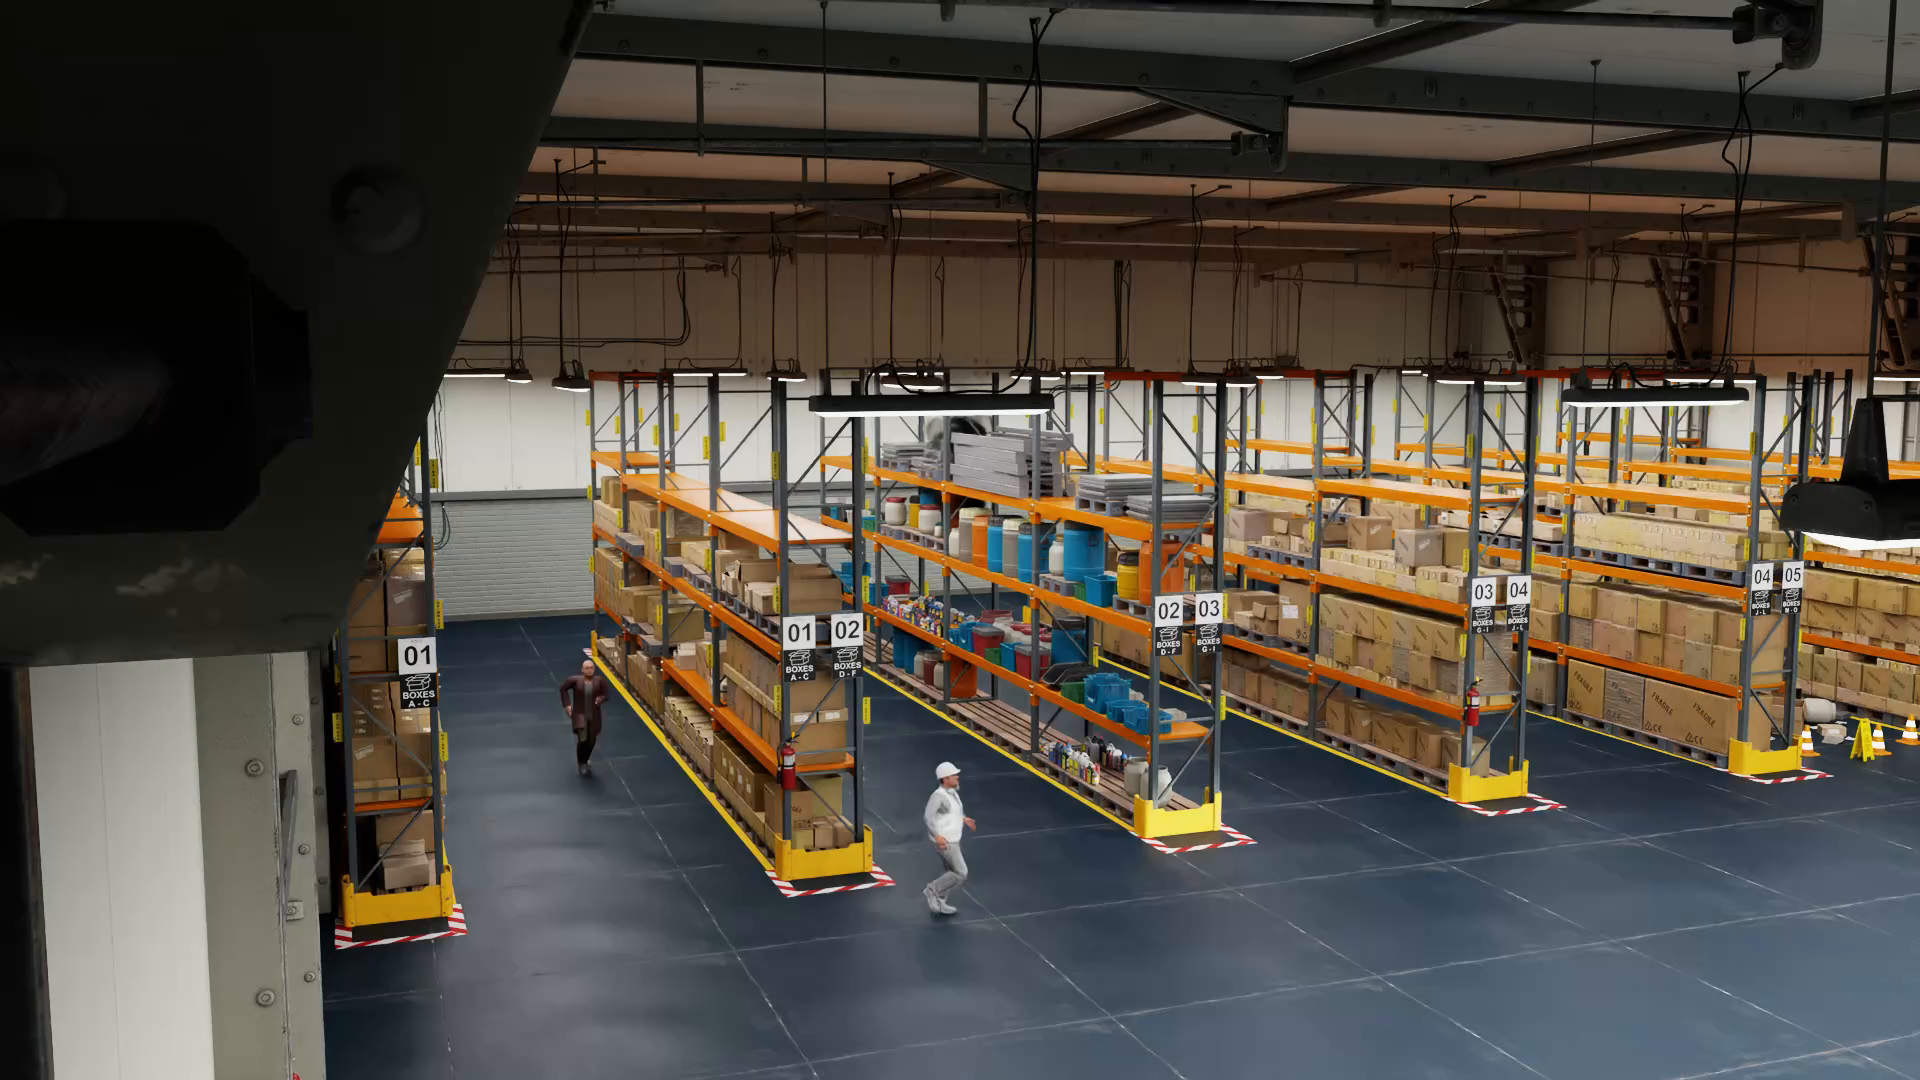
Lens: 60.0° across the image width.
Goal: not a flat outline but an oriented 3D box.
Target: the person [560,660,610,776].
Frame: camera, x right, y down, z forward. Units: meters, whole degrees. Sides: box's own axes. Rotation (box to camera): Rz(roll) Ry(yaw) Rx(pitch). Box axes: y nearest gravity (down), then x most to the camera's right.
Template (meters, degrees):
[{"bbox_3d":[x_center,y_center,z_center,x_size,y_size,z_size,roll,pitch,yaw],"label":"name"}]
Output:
[{"bbox_3d":[-5.610,2.674,24.992,0.691,1.763,0.799,-3,7,-25],"label":"person"}]

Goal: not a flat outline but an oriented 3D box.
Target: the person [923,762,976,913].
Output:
[{"bbox_3d":[-0.114,3.371,18.823,0.569,1.739,0.672,1,7,11],"label":"person"}]

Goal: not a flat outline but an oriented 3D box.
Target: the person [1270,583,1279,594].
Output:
[{"bbox_3d":[7.956,0.977,40.950,0.674,1.660,0.684,6,9,43],"label":"person"}]
